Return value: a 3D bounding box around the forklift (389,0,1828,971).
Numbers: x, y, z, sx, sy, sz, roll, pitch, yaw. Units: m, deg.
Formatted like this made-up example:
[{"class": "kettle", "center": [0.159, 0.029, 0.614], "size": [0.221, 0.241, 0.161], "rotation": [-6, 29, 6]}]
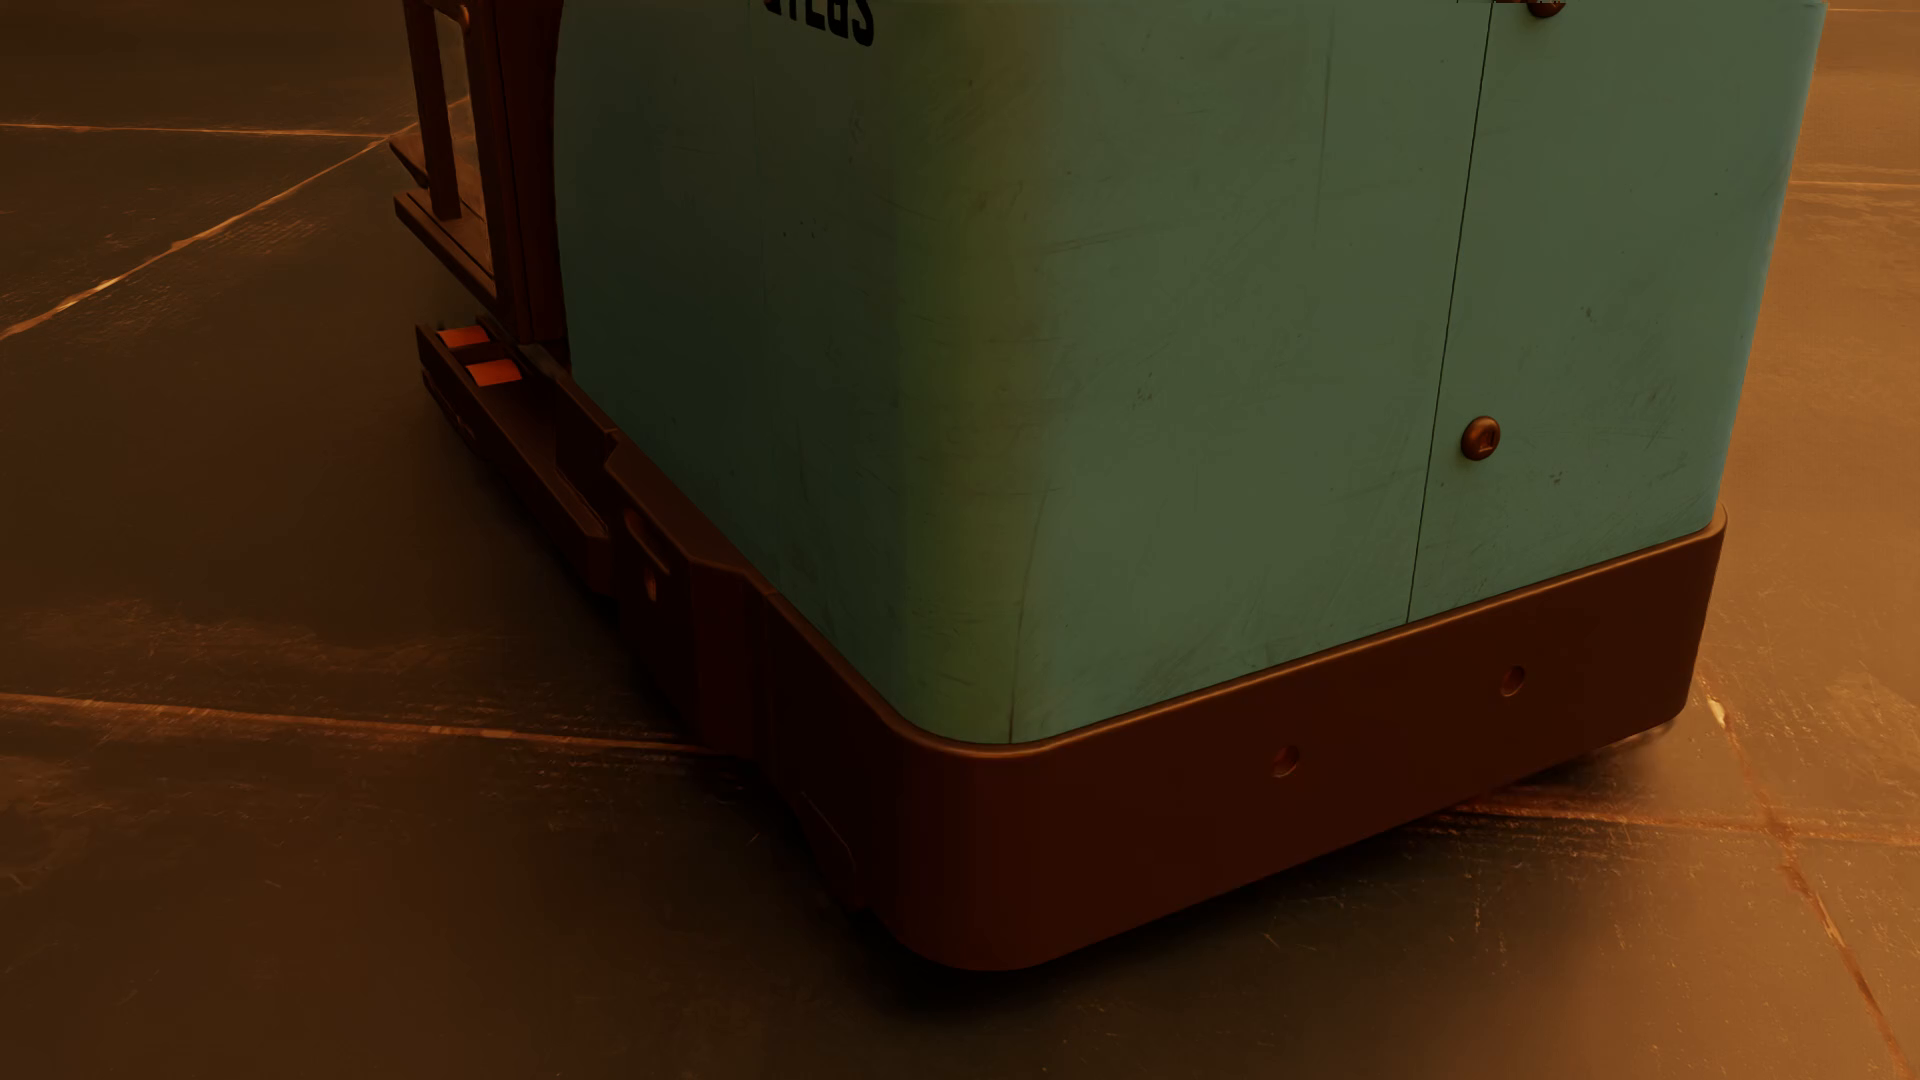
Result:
[{"class": "forklift", "center": [-0.294, -1.534, 2.292], "size": [1.130, 2.935, 3.031], "rotation": [-14, 30, -26]}]
